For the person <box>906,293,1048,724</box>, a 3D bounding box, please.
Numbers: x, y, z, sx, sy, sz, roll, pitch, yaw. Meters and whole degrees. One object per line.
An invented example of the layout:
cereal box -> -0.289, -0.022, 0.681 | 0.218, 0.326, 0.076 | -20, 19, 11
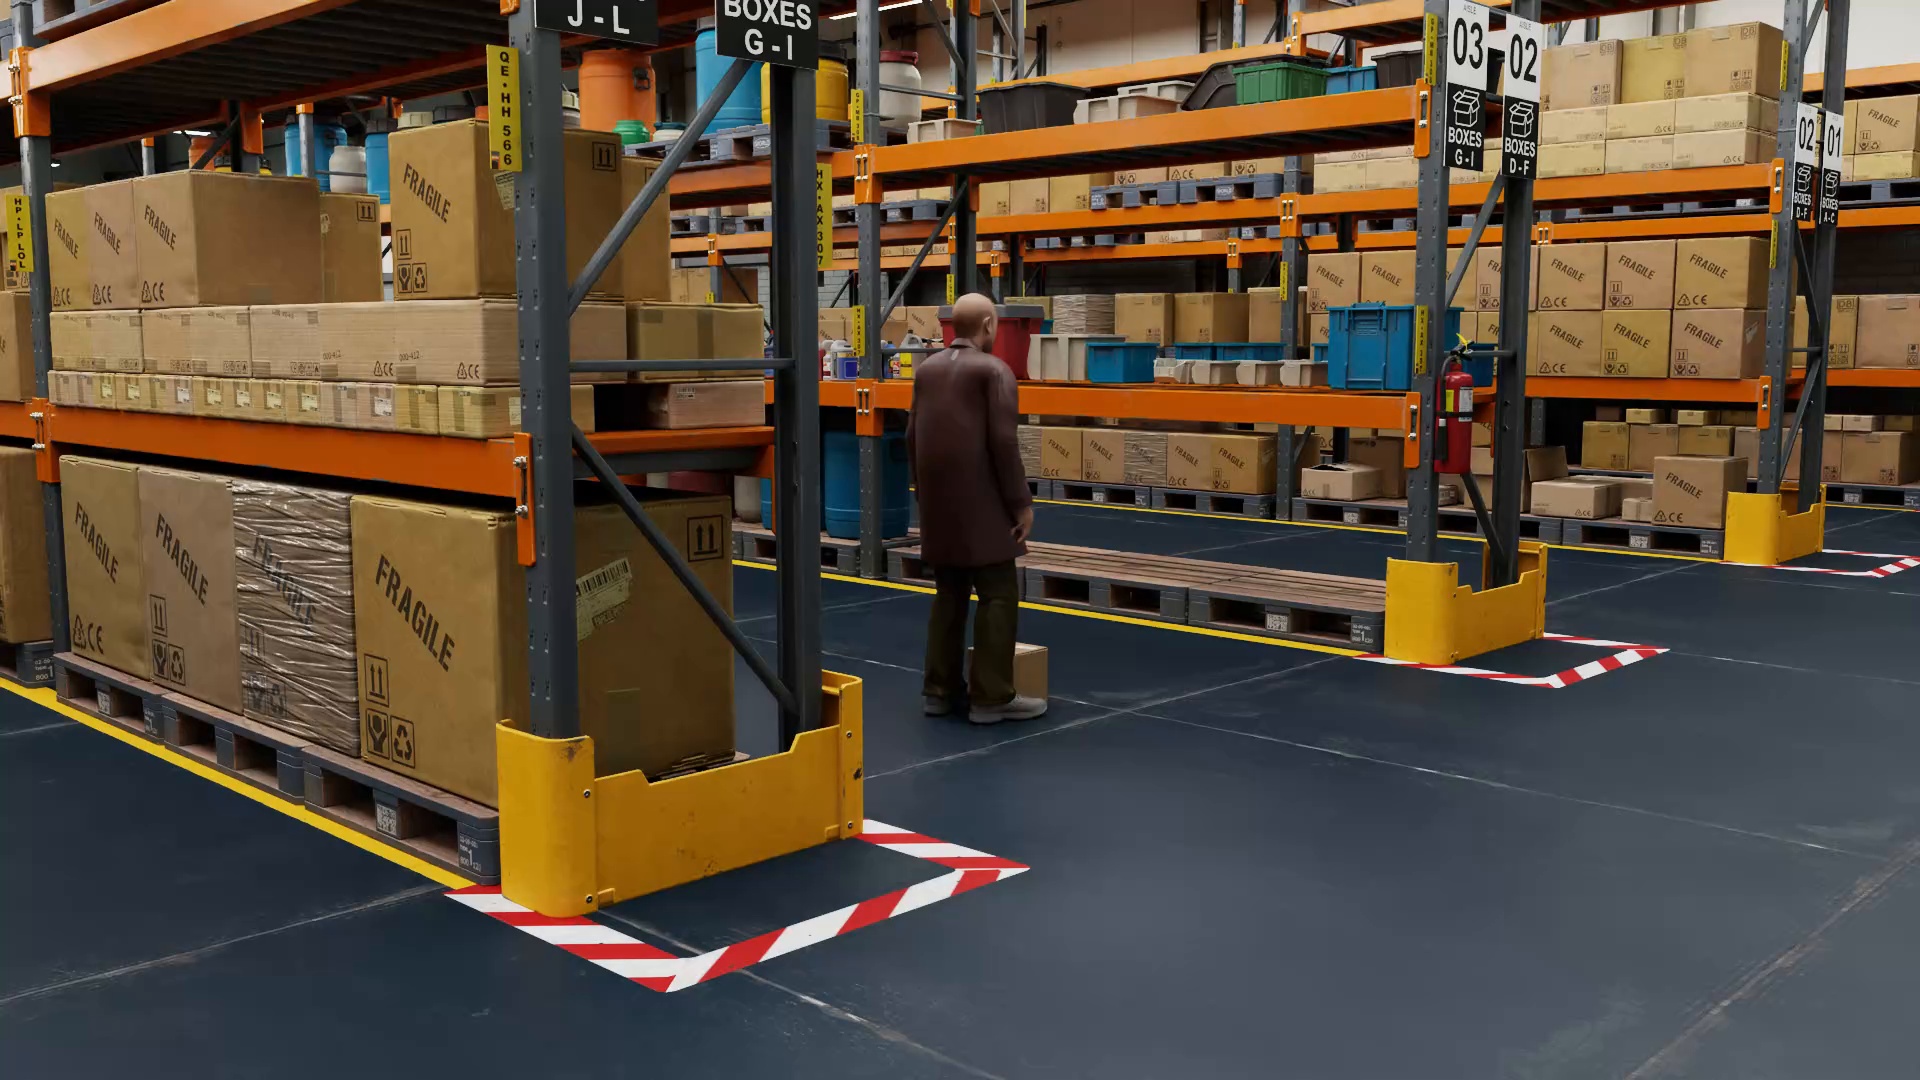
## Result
person -> 0.043, -0.052, 6.998 | 0.644, 1.591, 0.424 | 7, 10, 44
